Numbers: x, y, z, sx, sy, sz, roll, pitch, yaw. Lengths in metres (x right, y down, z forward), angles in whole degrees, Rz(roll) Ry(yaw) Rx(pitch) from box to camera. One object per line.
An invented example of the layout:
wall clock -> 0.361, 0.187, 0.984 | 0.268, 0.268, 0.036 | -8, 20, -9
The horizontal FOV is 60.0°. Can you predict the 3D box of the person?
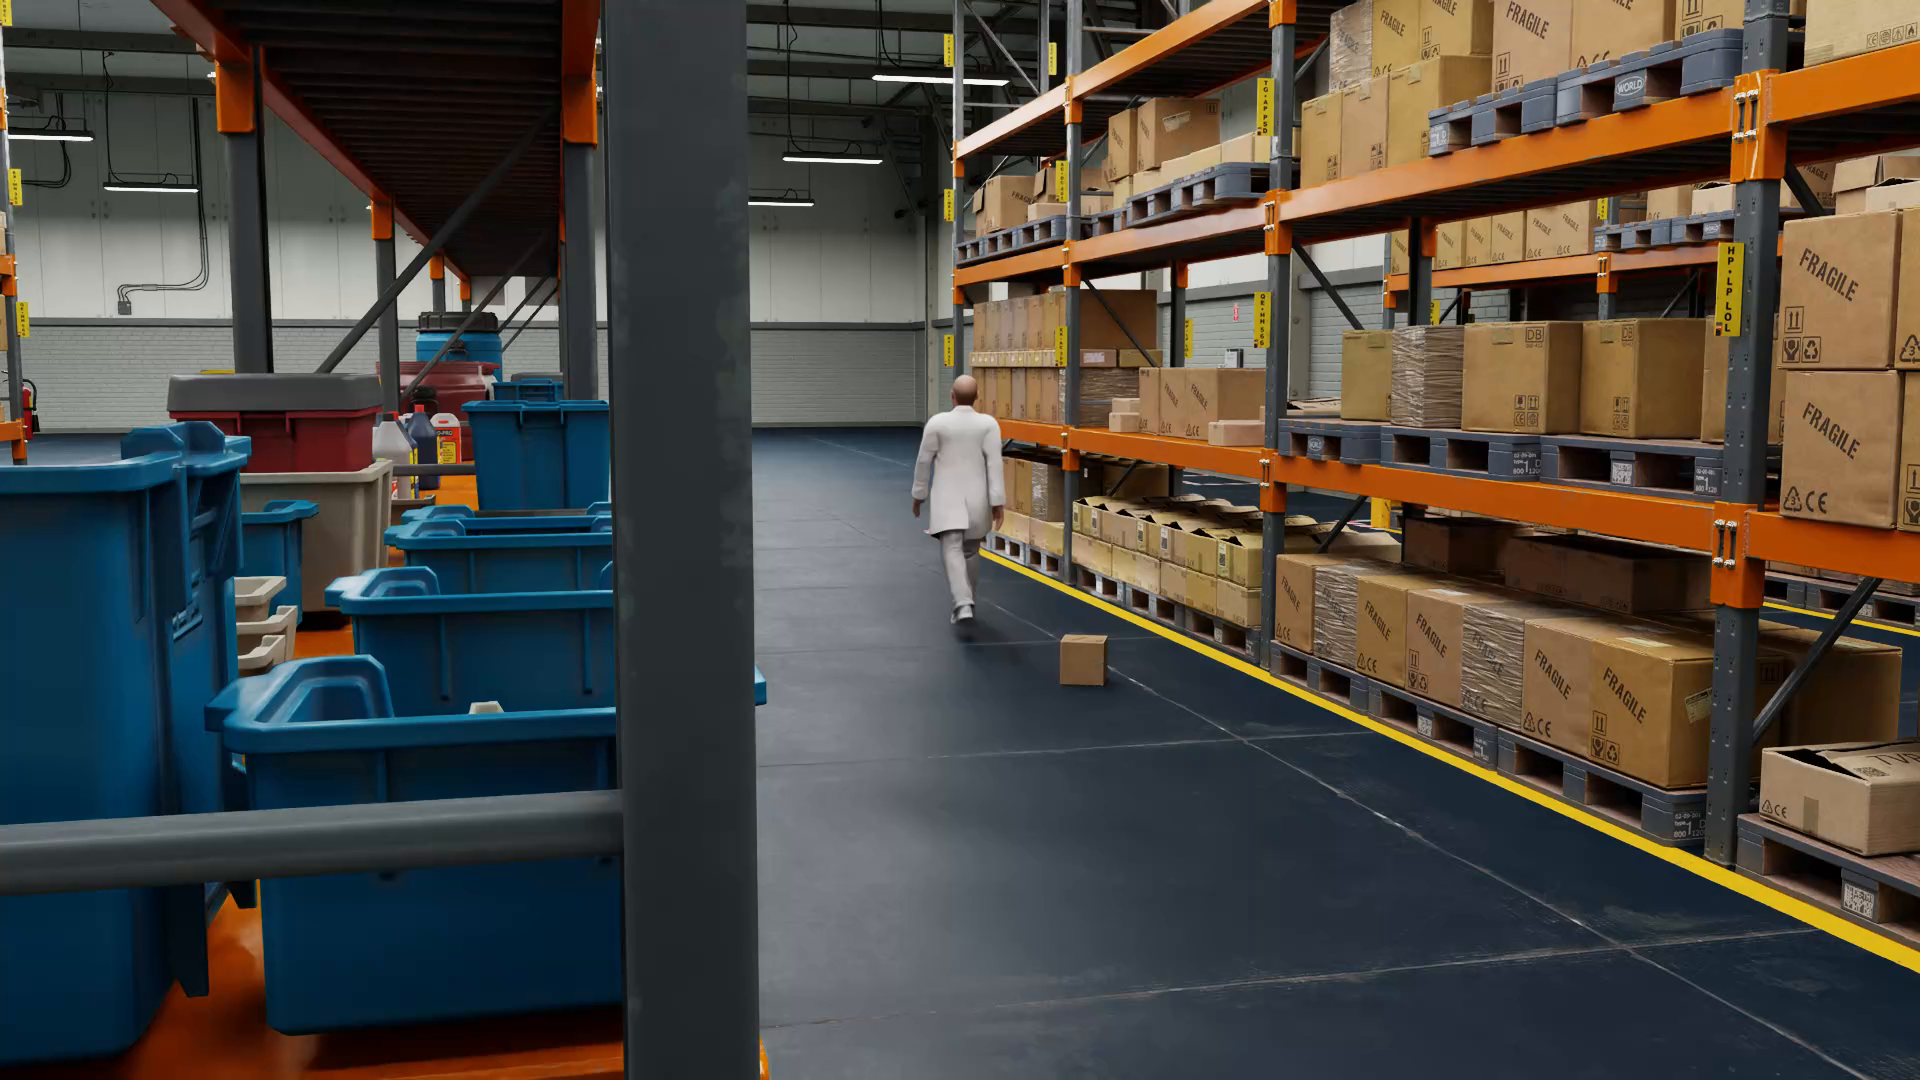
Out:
person -> -0.014, -0.275, 11.519 | 0.617, 1.733, 1.117 | -1, 6, -10
